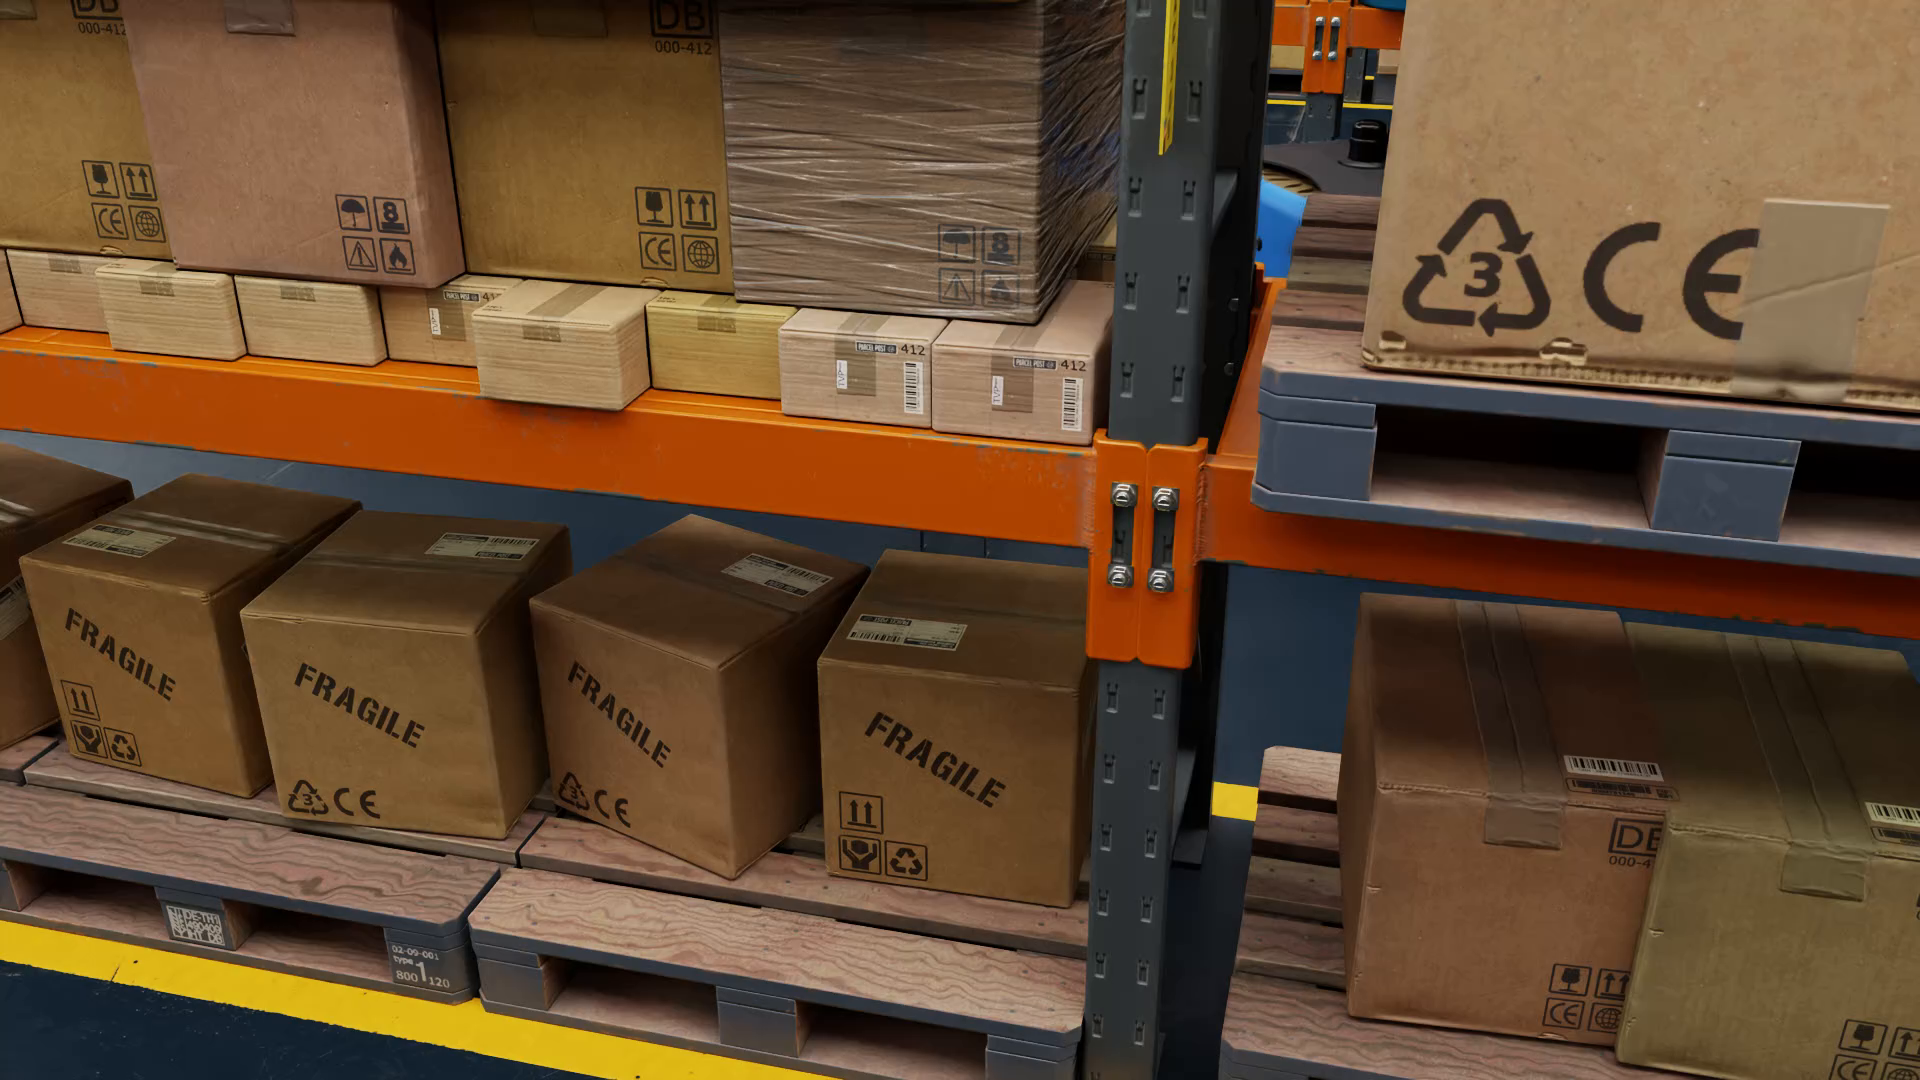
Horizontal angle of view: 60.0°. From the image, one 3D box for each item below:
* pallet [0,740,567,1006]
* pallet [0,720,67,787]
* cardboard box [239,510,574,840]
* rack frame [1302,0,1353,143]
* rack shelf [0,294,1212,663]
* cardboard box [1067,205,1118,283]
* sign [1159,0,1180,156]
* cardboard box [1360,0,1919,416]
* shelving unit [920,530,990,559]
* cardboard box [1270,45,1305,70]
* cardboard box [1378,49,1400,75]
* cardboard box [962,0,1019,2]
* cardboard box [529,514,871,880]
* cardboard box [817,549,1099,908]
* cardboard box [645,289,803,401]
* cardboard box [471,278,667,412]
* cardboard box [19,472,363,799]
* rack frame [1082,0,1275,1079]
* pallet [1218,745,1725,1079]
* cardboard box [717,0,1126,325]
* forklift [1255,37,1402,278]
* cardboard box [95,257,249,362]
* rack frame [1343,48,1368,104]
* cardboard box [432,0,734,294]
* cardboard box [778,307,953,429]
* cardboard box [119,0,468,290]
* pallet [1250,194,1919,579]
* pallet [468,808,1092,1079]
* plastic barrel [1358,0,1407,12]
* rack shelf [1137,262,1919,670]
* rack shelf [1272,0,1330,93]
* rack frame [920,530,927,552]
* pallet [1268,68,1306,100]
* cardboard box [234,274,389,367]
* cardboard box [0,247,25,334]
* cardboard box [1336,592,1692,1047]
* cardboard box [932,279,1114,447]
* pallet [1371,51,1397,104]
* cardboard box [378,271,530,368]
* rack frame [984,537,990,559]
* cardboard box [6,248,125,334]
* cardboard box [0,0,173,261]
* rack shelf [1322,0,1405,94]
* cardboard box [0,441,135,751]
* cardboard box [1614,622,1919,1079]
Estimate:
[{"bbox_3d":[-1.439,0.562,3.824,1.213,0.211,1.003,6,26,13],"label":"pallet"},{"bbox_3d":[-2.617,0.430,4.101,1.213,0.211,1.003,6,26,13],"label":"pallet"},{"bbox_3d":[-1.150,0.277,3.597,0.500,0.500,0.500,4,26,8],"label":"cardboard box"},{"bbox_3d":[1.639,-2.572,7.163,0.127,3.000,1.000,6,26,13],"label":"rack frame"},{"bbox_3d":[-1.532,-0.400,3.437,4.000,0.370,1.077,6,26,13],"label":"rack shelf"},{"bbox_3d":[0.272,-0.545,3.198,0.250,0.149,0.380,6,26,13],"label":"cardboard box"},{"bbox_3d":[0.277,-0.674,2.170,0.005,0.325,0.100,6,26,13],"label":"sign"},{"bbox_3d":[1.140,-0.827,2.312,1.000,1.000,1.000,6,26,13],"label":"cardboard box"},{"bbox_3d":[0.008,-0.405,5.055,0.210,0.900,0.258,6,26,13],"label":"shelving unit"},{"bbox_3d":[2.372,-3.541,11.908,0.500,0.250,0.500,6,26,13],"label":"cardboard box"},{"bbox_3d":[3.205,-3.436,11.687,0.500,0.250,0.500,6,26,12],"label":"cardboard box"},{"bbox_3d":[-0.099,-1.075,2.392,0.500,0.500,0.500,6,26,13],"label":"cardboard box"},{"bbox_3d":[-0.529,0.311,3.526,0.500,0.500,0.500,15,30,29],"label":"cardboard box"},{"bbox_3d":[0.028,0.369,3.404,0.500,0.500,0.500,6,26,11],"label":"cardboard box"},{"bbox_3d":[-0.343,-0.380,2.851,0.250,0.149,0.380,6,26,13],"label":"cardboard box"},{"bbox_3d":[-0.613,-0.360,2.810,0.250,0.149,0.380,6,26,13],"label":"cardboard box"},{"bbox_3d":[-1.679,0.199,3.762,0.500,0.500,0.500,9,27,18],"label":"cardboard box"},{"bbox_3d":[0.405,-0.510,2.832,0.127,3.000,1.000,6,26,13],"label":"rack frame"},{"bbox_3d":[1.160,0.831,3.258,1.213,0.211,1.003,6,26,13],"label":"pallet"},{"bbox_3d":[-0.015,-0.764,2.902,0.500,0.500,0.875,6,26,13],"label":"cardboard box"},{"bbox_3d":[2.298,-1.641,5.287,3.031,2.935,1.130,-9,27,-18],"label":"forklift"},{"bbox_3d":[-1.325,-0.464,3.028,0.250,0.149,0.380,6,26,13],"label":"cardboard box"},{"bbox_3d":[2.876,-4.634,11.494,0.127,3.000,1.000,6,26,13],"label":"rack frame"},{"bbox_3d":[-0.491,-0.832,3.045,0.500,0.500,0.875,6,26,13],"label":"cardboard box"},{"bbox_3d":[-0.116,-0.328,2.742,0.250,0.149,0.380,6,26,13],"label":"cardboard box"},{"bbox_3d":[-1.000,-0.843,3.070,0.500,0.500,0.875,6,26,13],"label":"cardboard box"},{"bbox_3d":[1.109,-0.281,2.574,1.213,0.211,1.003,6,26,13],"label":"pallet"},{"bbox_3d":[-0.254,0.692,3.552,1.213,0.211,1.003,6,26,13],"label":"pallet"},{"bbox_3d":[1.937,-2.631,6.704,0.708,0.901,0.600,6,26,13],"label":"plastic barrel"},{"bbox_3d":[2.342,0.029,2.537,4.000,0.370,1.077,6,26,13],"label":"rack shelf"},{"bbox_3d":[-0.298,-2.462,7.768,4.000,0.370,1.077,6,26,13],"label":"rack shelf"},{"bbox_3d":[-0.091,-0.416,5.078,0.006,0.900,0.240,6,26,13],"label":"rack frame"},{"bbox_3d":[2.116,-3.478,12.309,1.213,0.211,1.003,6,26,13],"label":"pallet"},{"bbox_3d":[-1.075,-0.452,3.002,0.250,0.149,0.380,6,26,13],"label":"cardboard box"},{"bbox_3d":[-1.824,-0.494,3.091,0.250,0.149,0.380,6,26,13],"label":"cardboard box"},{"bbox_3d":[0.994,0.494,3.118,0.500,0.500,0.700,4,26,9],"label":"cardboard box"},{"bbox_3d":[0.124,-0.297,2.678,0.250,0.149,0.380,6,26,13],"label":"cardboard box"},{"bbox_3d":[3.599,-3.312,11.962,1.213,0.211,1.003,6,26,13],"label":"pallet"},{"bbox_3d":[-0.822,-0.442,2.981,0.250,0.149,0.380,6,26,13],"label":"cardboard box"},{"bbox_3d":[0.106,-0.395,5.032,0.006,0.900,0.240,6,26,13],"label":"rack frame"},{"bbox_3d":[-1.548,-0.523,3.151,0.250,0.149,0.380,6,26,13],"label":"cardboard box"},{"bbox_3d":[-1.474,-0.914,3.218,0.500,0.500,0.875,6,26,13],"label":"cardboard box"},{"bbox_3d":[3.576,-2.033,6.868,4.000,0.370,1.077,6,26,13],"label":"rack shelf"},{"bbox_3d":[-2.281,0.124,3.919,0.500,0.500,0.500,14,29,26],"label":"cardboard box"},{"bbox_3d":[1.452,0.553,2.994,0.500,0.500,0.700,6,26,13],"label":"cardboard box"}]
